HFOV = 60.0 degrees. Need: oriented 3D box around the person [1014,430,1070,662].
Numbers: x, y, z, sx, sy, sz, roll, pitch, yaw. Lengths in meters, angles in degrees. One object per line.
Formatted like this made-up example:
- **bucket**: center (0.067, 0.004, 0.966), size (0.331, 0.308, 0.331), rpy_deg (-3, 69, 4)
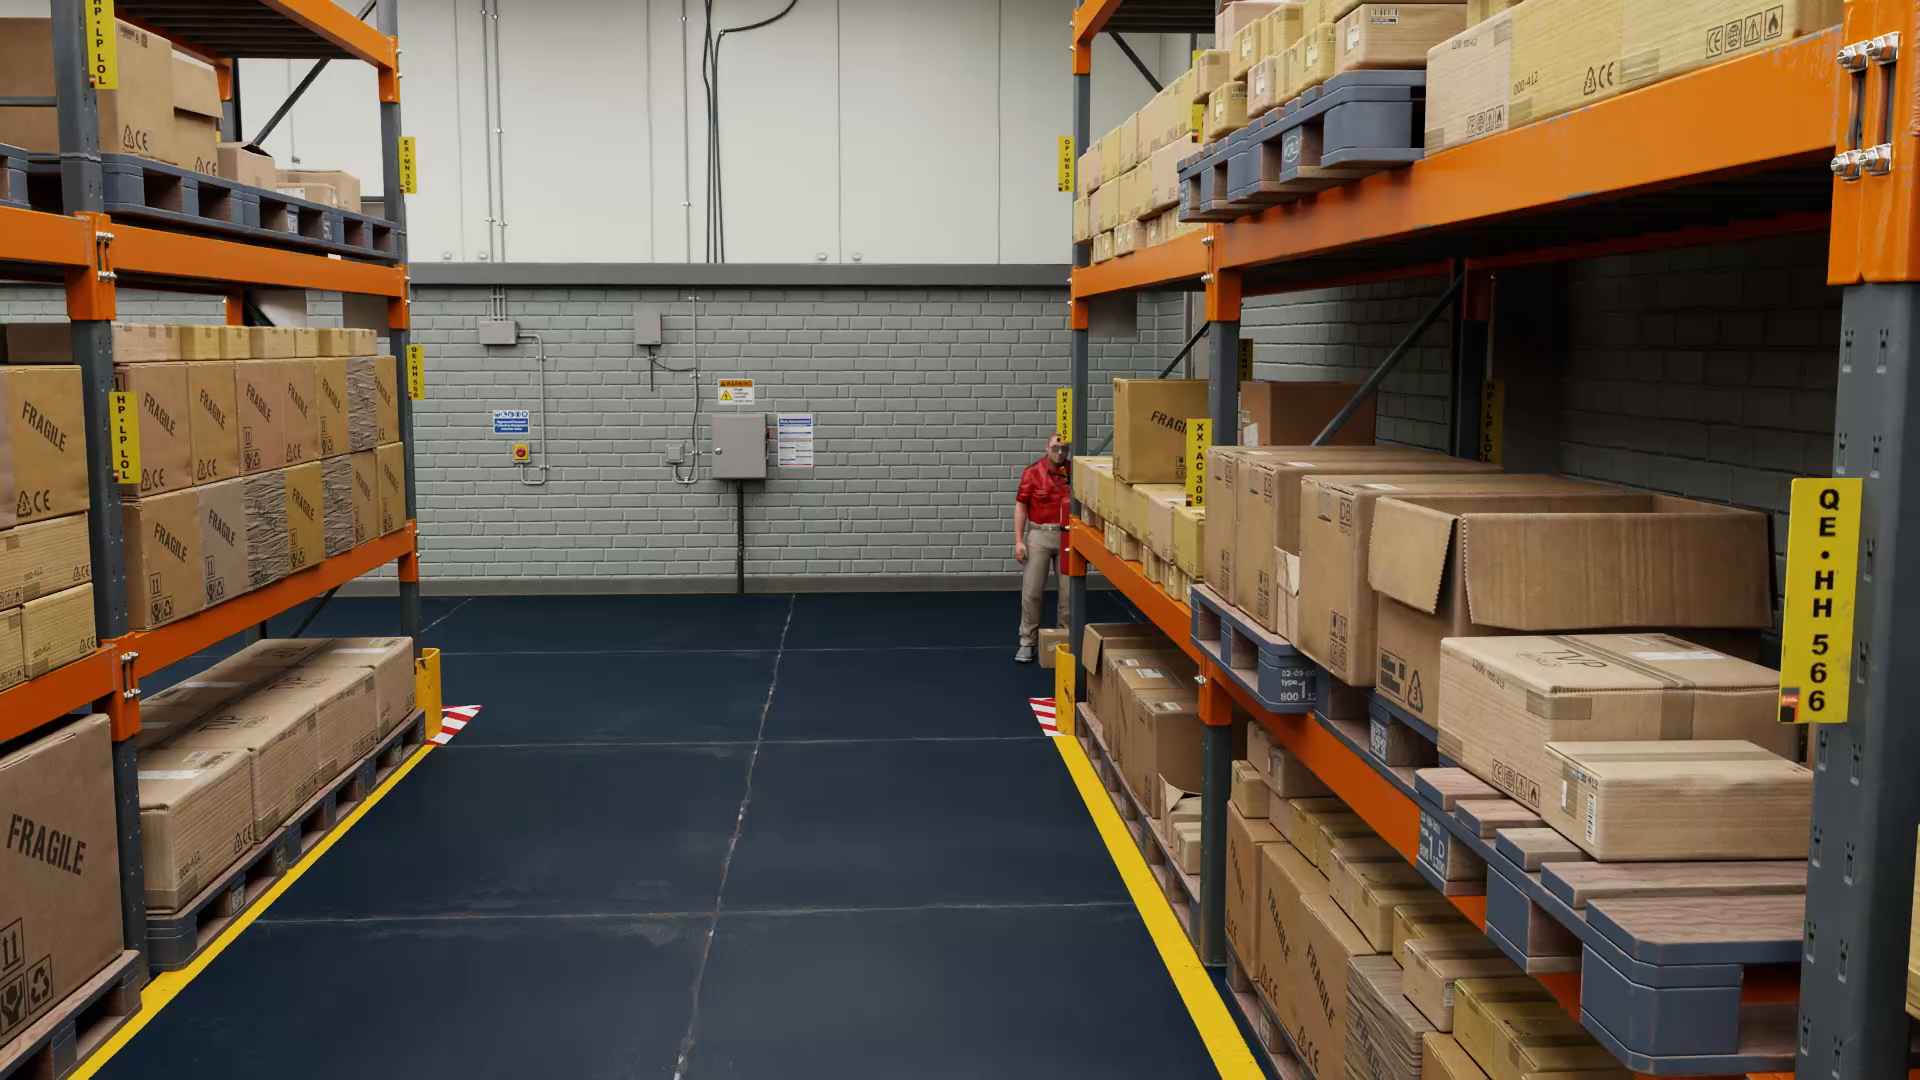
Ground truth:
- **person**: center (0.701, 0.037, 12.484), size (0.597, 1.727, 0.384), rpy_deg (-1, 7, -5)
